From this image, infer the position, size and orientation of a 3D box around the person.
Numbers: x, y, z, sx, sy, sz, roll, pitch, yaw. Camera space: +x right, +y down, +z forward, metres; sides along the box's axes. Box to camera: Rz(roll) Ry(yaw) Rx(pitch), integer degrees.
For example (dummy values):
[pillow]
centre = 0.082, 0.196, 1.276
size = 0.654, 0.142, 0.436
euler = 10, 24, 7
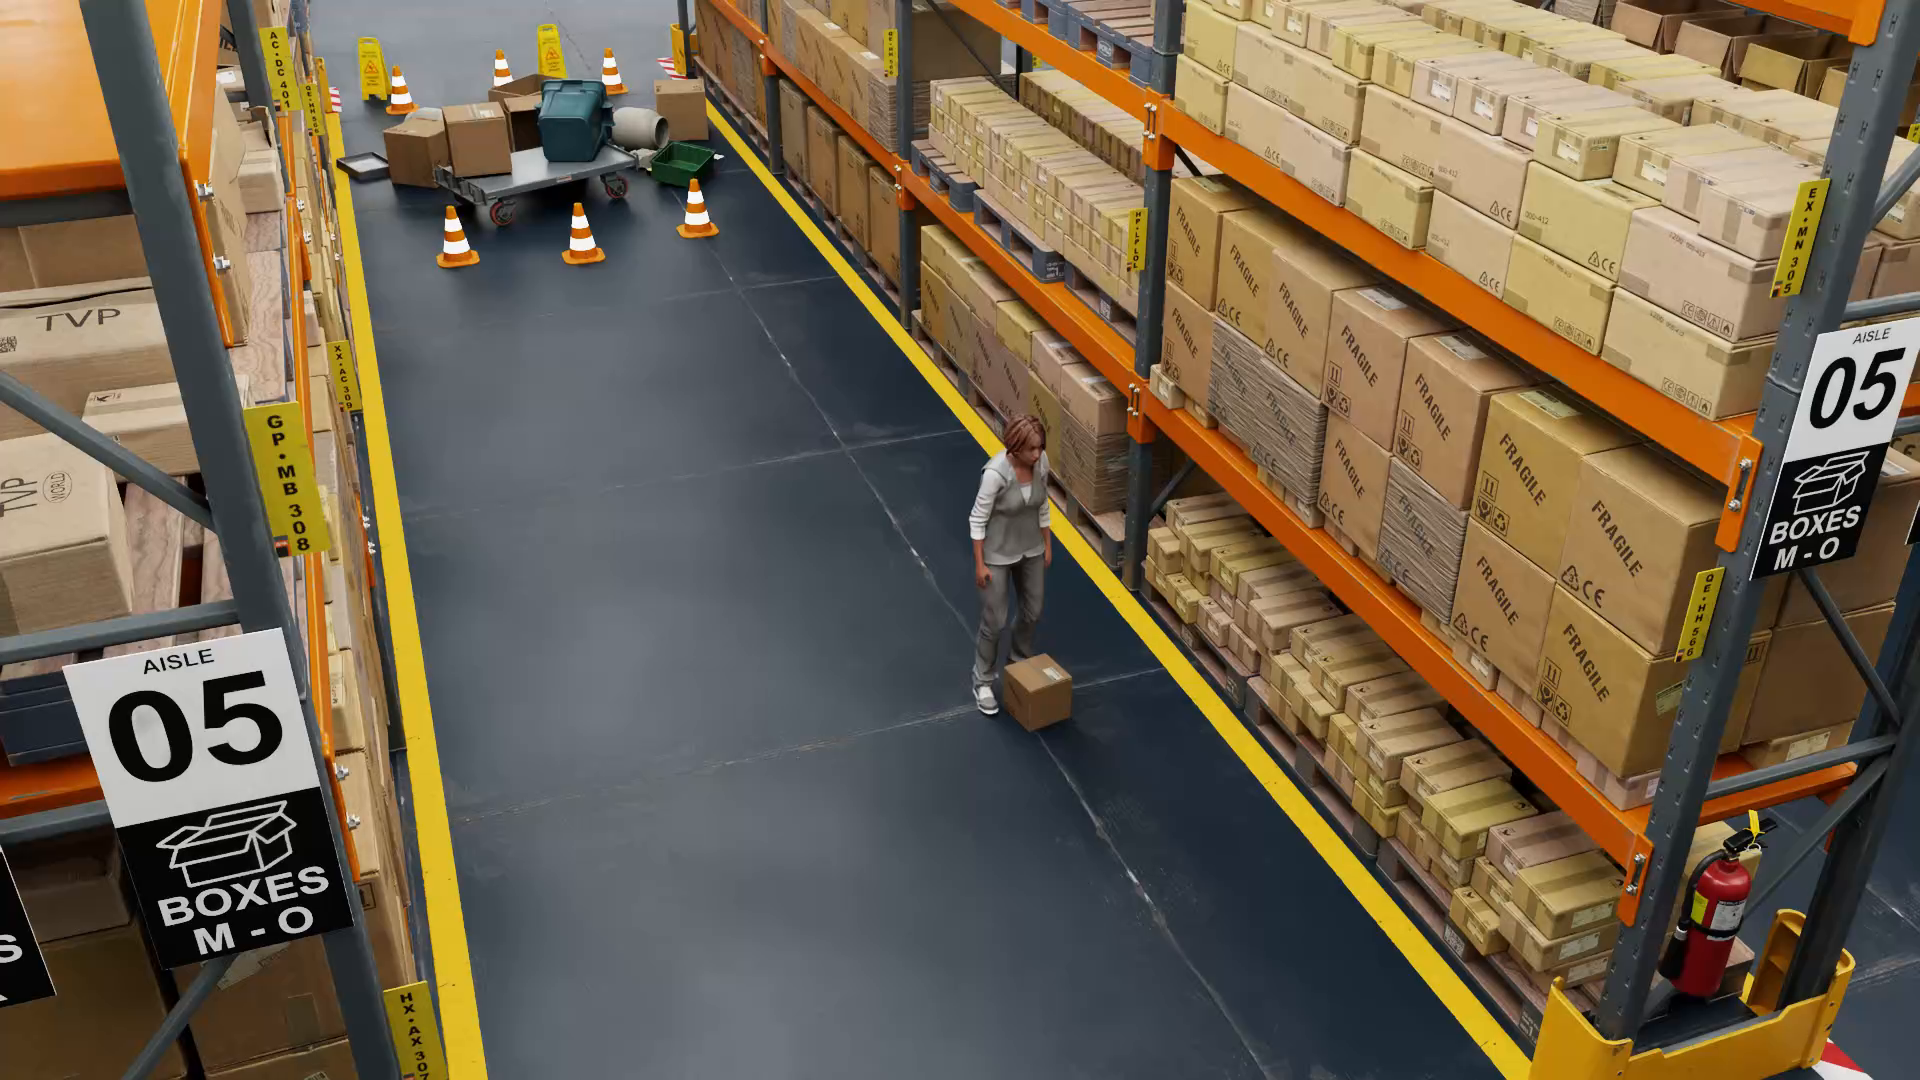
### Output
[person]
centre = 0.257, 0.136, 8.225
size = 0.472, 1.476, 0.347
euler = -17, 34, -27
